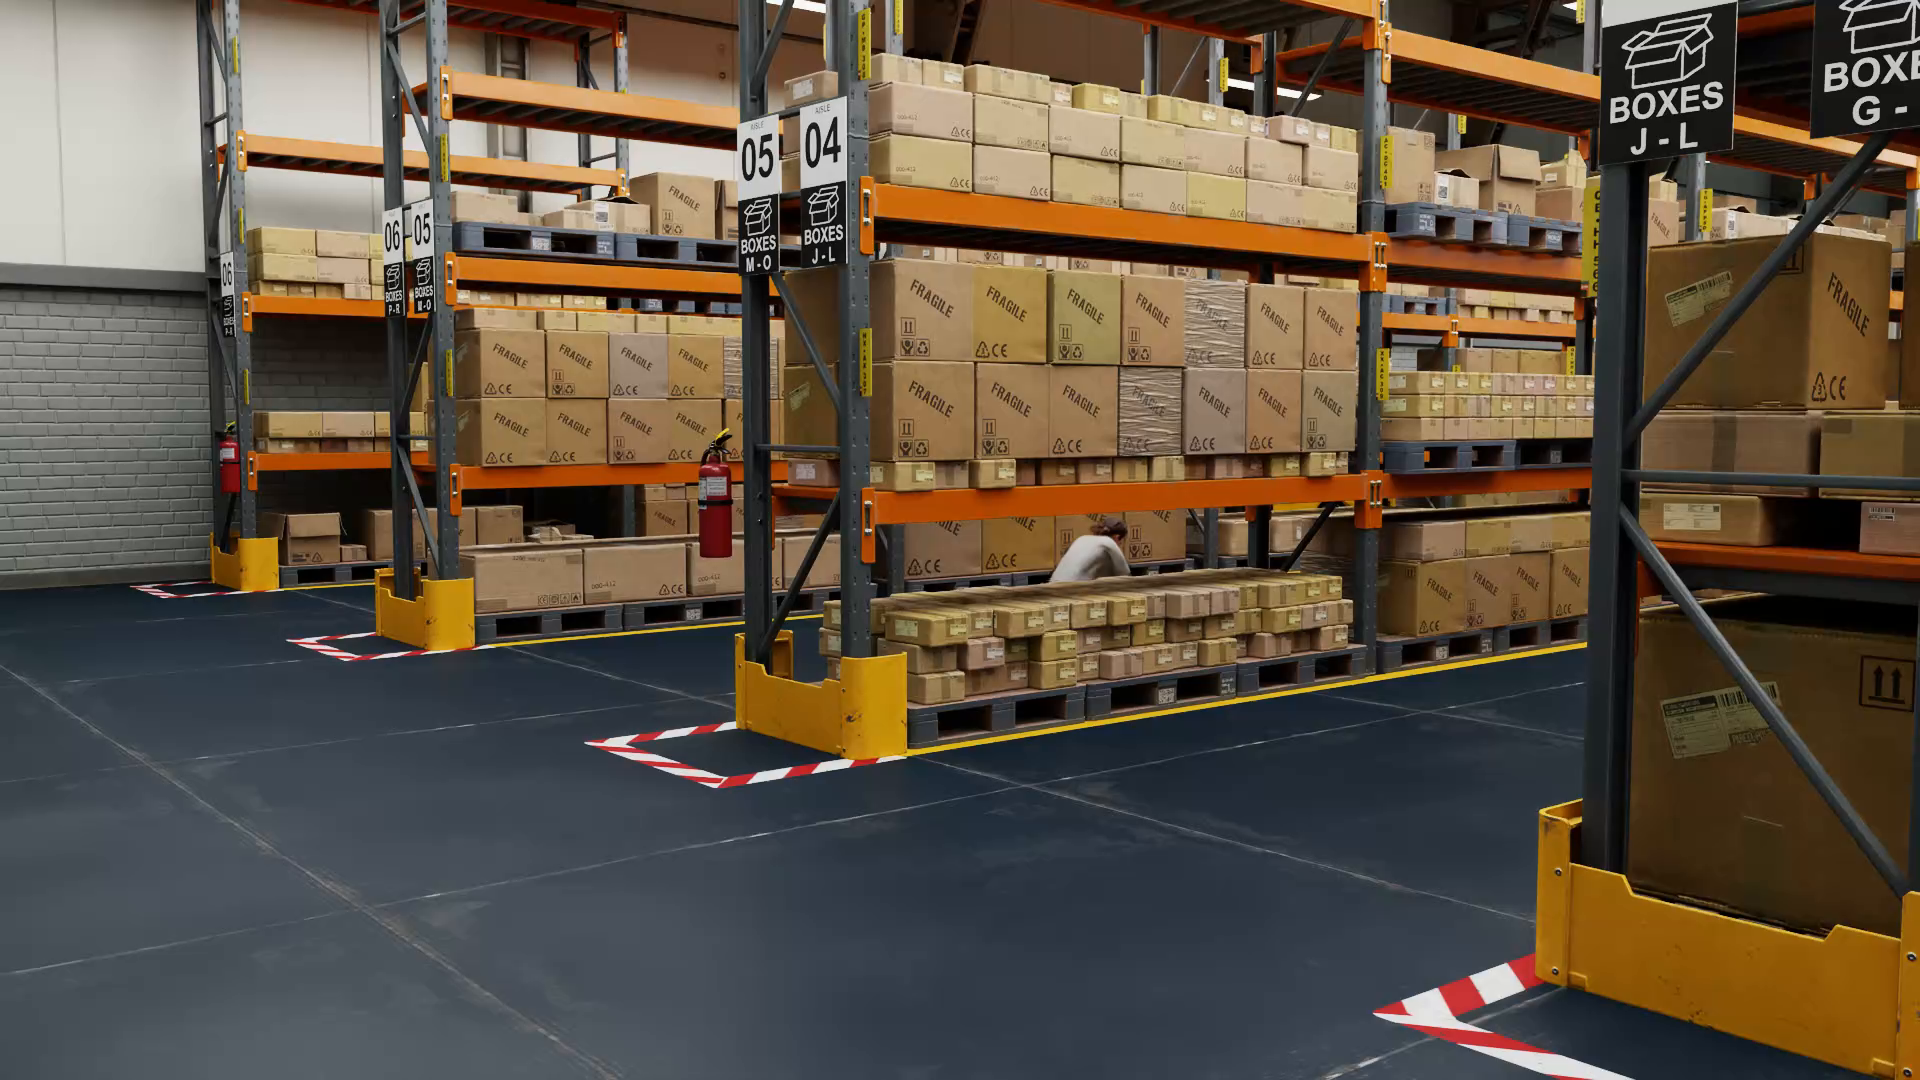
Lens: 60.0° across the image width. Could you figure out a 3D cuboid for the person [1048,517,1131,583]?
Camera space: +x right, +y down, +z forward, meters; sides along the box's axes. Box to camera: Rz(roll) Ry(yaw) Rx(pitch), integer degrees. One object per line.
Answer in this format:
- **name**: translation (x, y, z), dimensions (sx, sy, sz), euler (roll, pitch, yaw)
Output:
- **person**: translation (0.971, 0.318, 11.894), dimensions (0.823, 0.947, 0.465), euler (-4, 6, -40)
